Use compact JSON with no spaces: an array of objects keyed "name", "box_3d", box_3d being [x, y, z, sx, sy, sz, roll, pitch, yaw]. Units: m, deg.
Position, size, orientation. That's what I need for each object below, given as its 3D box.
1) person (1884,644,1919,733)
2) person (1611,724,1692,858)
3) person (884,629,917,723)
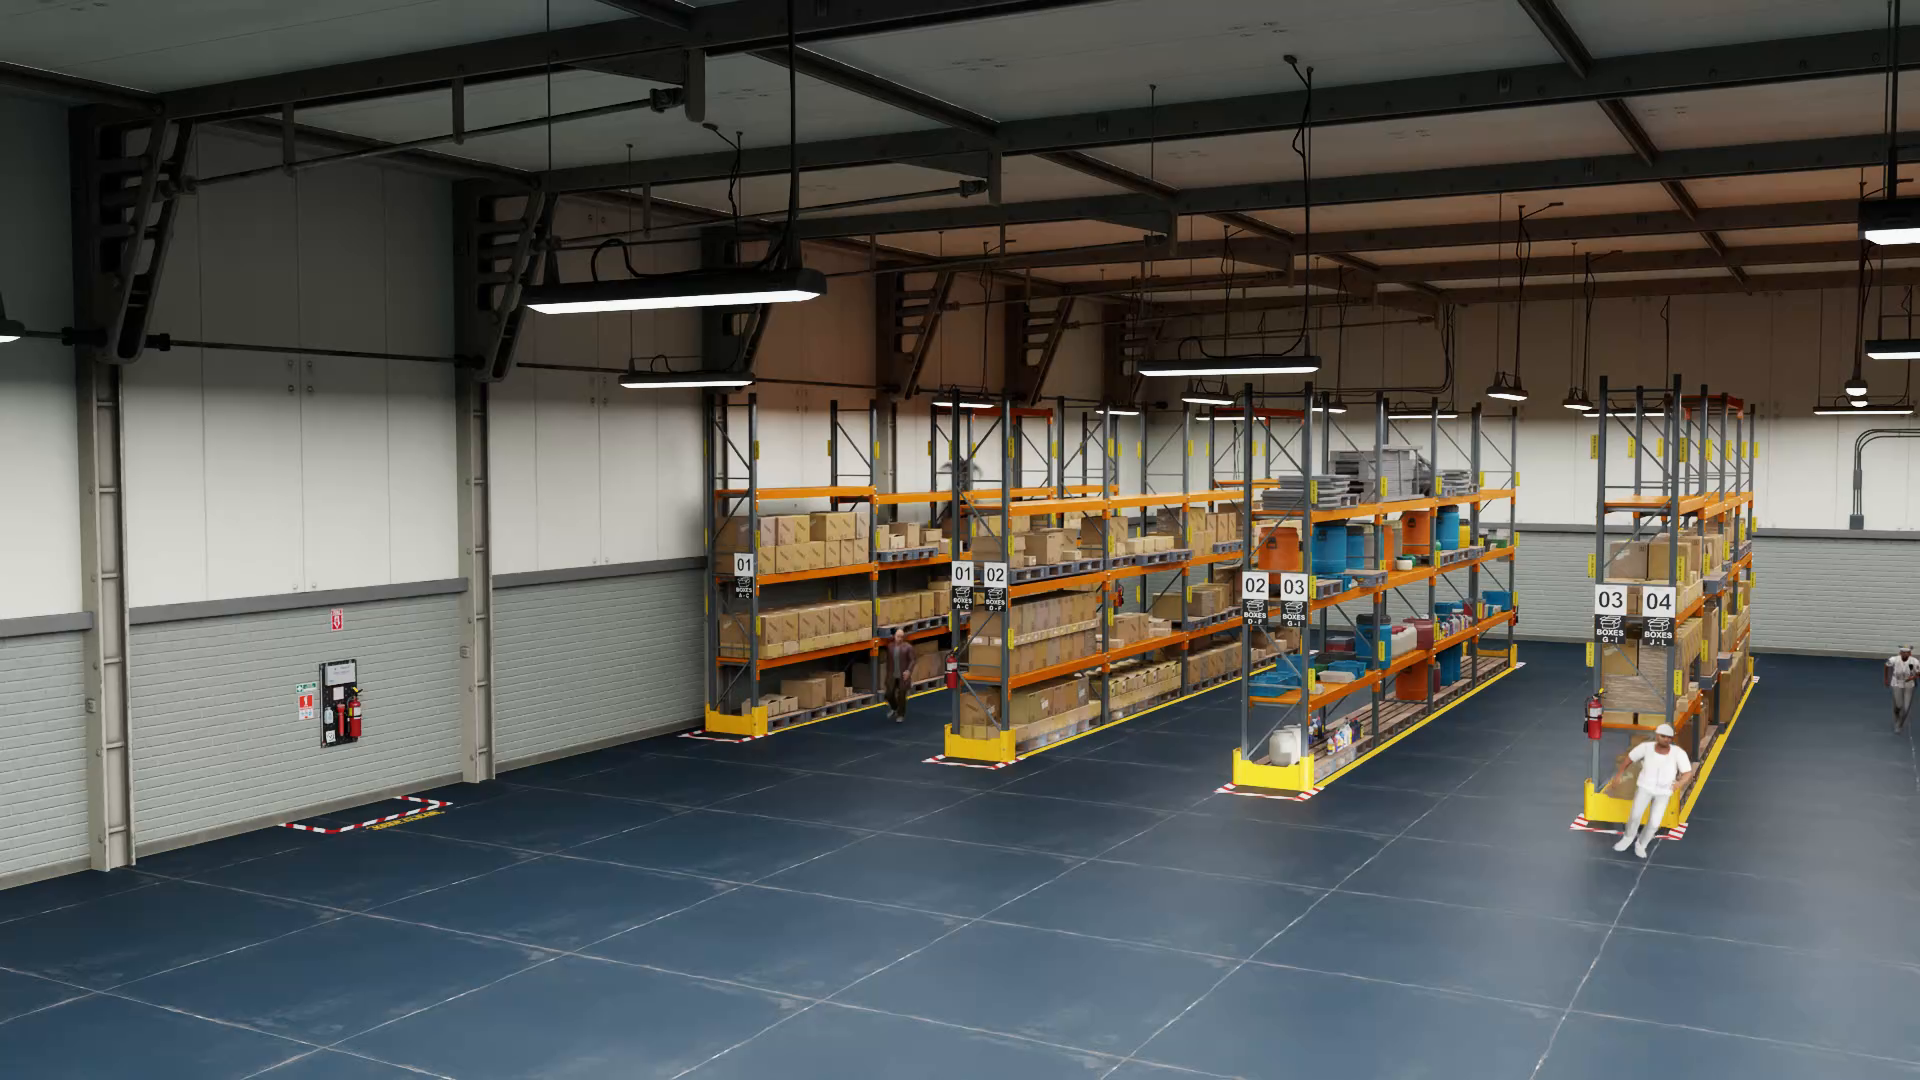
[{"name":"person","box_3d":[16.672,2.621,29.405,0.548,1.614,0.673,1,3,20]},{"name":"person","box_3d":[8.491,3.089,20.383,0.890,1.687,0.629,1,3,15]},{"name":"person","box_3d":[-1.115,2.491,30.369,0.706,1.736,0.822,1,3,14]}]
